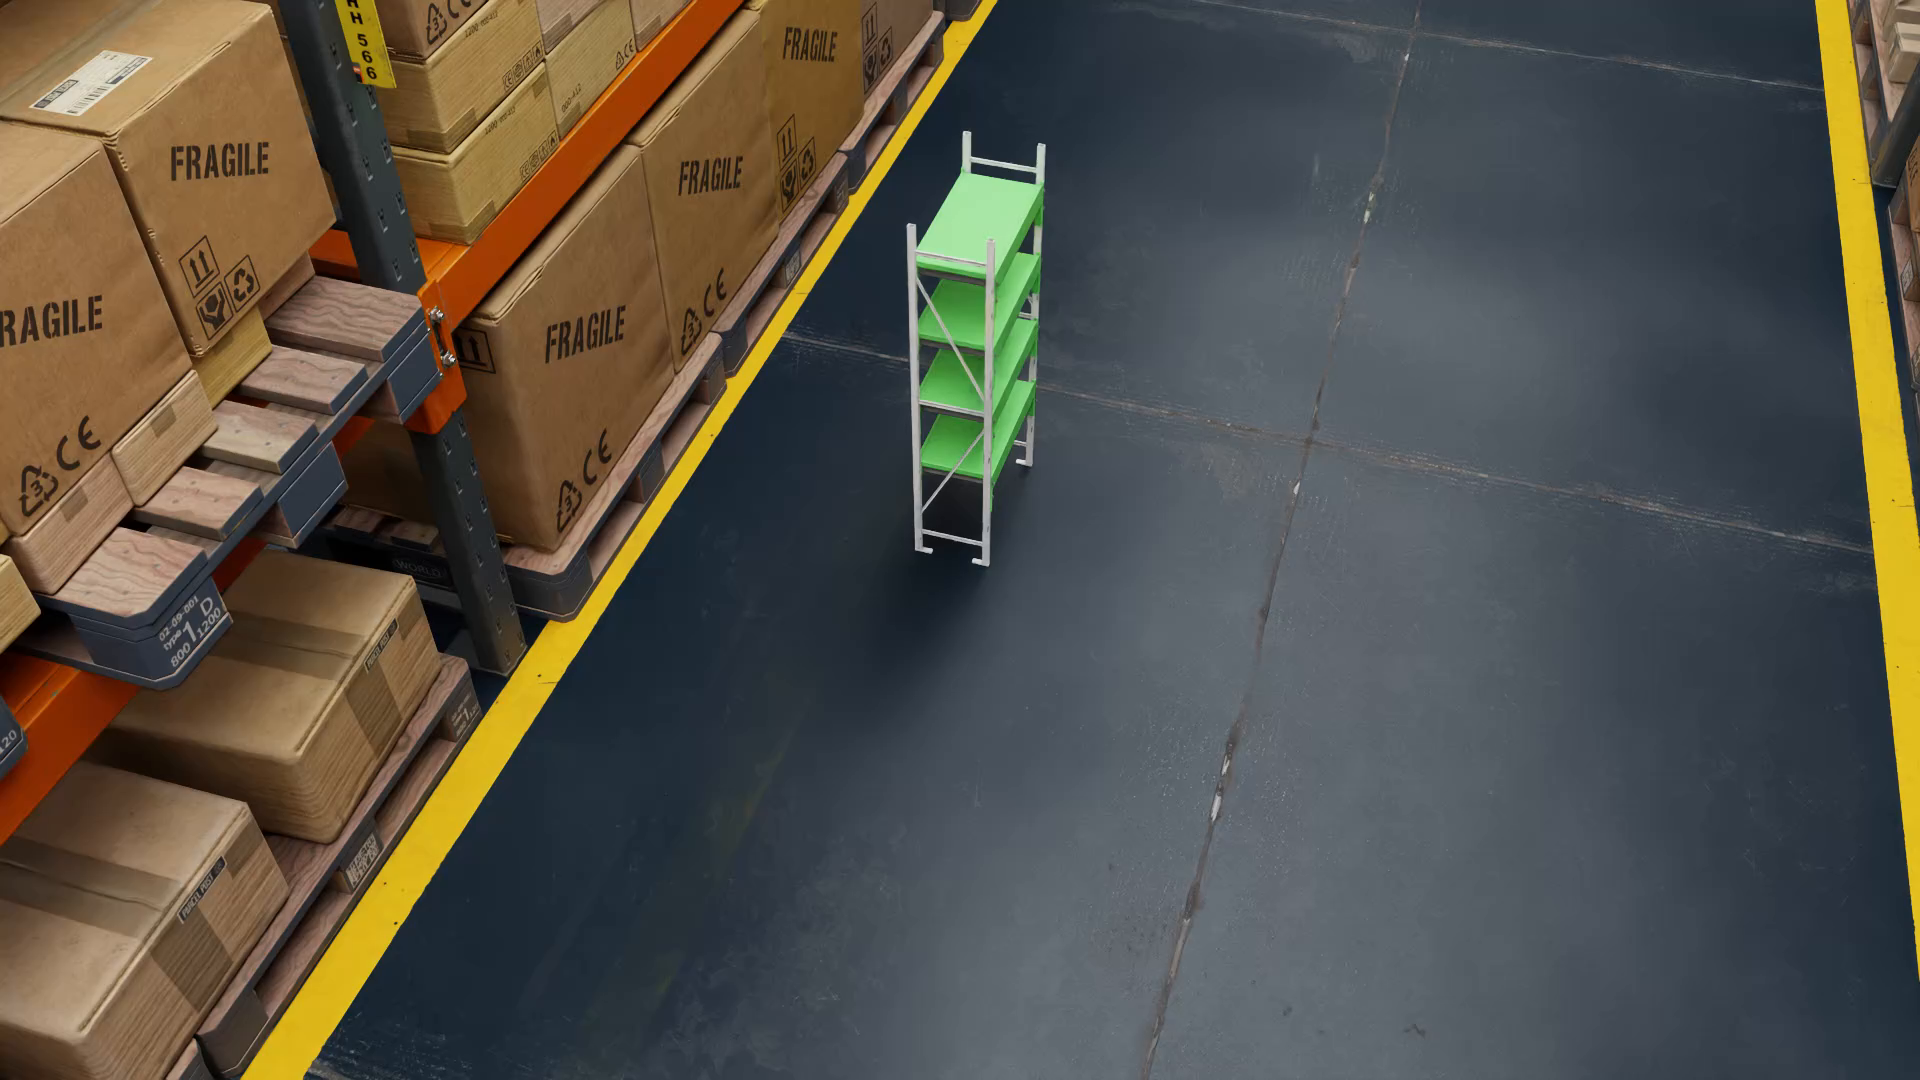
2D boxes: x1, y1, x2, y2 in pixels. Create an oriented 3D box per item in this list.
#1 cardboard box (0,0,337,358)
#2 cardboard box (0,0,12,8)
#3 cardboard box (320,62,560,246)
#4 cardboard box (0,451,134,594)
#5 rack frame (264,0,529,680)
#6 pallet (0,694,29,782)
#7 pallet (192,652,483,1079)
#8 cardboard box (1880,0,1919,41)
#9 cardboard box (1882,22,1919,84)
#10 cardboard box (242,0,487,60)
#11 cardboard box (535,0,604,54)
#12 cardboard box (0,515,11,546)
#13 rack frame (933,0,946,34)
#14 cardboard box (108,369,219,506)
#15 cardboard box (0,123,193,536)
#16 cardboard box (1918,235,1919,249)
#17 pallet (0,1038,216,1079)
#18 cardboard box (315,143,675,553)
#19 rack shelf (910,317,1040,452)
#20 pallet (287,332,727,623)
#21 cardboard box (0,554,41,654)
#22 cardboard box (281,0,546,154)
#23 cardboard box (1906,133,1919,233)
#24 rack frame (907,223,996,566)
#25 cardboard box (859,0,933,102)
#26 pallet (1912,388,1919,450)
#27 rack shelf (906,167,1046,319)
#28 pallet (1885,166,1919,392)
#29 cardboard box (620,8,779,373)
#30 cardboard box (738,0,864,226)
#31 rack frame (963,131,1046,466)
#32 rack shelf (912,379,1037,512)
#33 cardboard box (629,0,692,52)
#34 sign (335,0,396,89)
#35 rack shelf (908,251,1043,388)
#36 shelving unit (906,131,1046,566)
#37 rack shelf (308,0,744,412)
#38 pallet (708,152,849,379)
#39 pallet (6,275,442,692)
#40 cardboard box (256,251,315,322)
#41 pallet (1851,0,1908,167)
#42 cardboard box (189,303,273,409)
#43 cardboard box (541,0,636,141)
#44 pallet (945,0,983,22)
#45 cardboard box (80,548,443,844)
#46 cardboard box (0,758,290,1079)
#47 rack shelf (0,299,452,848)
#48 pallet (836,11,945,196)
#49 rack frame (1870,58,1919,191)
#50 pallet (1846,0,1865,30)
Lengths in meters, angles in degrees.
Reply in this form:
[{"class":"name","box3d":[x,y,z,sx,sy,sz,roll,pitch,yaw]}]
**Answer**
[{"class":"cardboard box","box3d":[-1.645,-0.744,3.281,0.500,0.500,0.500,11,46,11]},{"class":"cardboard box","box3d":[-2.129,-0.855,3.395,0.500,0.500,0.500,11,46,11]},{"class":"cardboard box","box3d":[-1.384,-1.033,4.268,0.500,0.250,0.500,12,46,12]},{"class":"cardboard box","box3d":[-1.777,-0.068,3.054,0.380,0.149,0.250,11,45,11]},{"class":"rack frame","box3d":[-1.772,-0.814,3.937,1.000,3.000,0.127,13,46,13]},{"class":"pallet","box3d":[-2.332,0.583,2.647,1.003,0.211,1.213,13,46,13]},{"class":"pallet","box3d":[-2.010,0.703,4.380,1.003,0.211,1.213,13,46,13]},{"class":"cardboard box","box3d":[4.168,-2.276,7.085,0.396,0.266,0.258,14,46,14]},{"class":"cardboard box","box3d":[4.060,-1.996,6.883,0.380,0.149,0.250,11,45,11]},{"class":"cardboard box","box3d":[-1.389,-1.484,3.835,0.500,0.500,0.500,11,45,11]},{"class":"cardboard box","box3d":[-1.226,-1.569,4.458,0.500,0.250,0.500,14,46,13]},{"class":"cardboard box","box3d":[-1.942,-0.060,2.583,0.500,0.500,0.500,10,45,10]},{"class":"rack frame","box3d":[-0.561,-3.480,6.662,1.000,3.000,0.127,13,46,13]},{"class":"cardboard box","box3d":[-1.693,-0.234,3.224,0.380,0.149,0.250,12,46,12]},{"class":"cardboard box","box3d":[-1.791,-0.397,2.927,0.500,0.500,0.500,12,46,12]},{"class":"cardboard box","box3d":[3.658,-1.056,5.671,0.500,0.500,0.500,12,46,12]},{"class":"pallet","box3d":[-2.381,1.514,3.552,1.003,0.211,1.213,13,46,13]},{"class":"cardboard box","box3d":[-1.484,-0.647,4.986,0.875,0.875,0.875,12,46,12]},{"class":"rack shelf","box3d":[0.050,-0.494,4.988,0.258,0.148,0.480,13,46,13]},{"class":"pallet","box3d":[-1.461,-0.327,5.433,1.003,0.211,1.213,13,46,13]},{"class":"cardboard box","box3d":[-1.847,0.118,2.864,0.380,0.149,0.250,13,46,13]},{"class":"cardboard box","box3d":[-1.383,-1.224,4.106,0.500,0.250,0.500,12,46,12]},{"class":"cardboard box","box3d":[3.810,-1.413,6.036,0.500,0.500,0.500,14,46,14]},{"class":"rack frame","box3d":[-0.024,-0.377,4.777,0.240,1.200,0.015,13,46,13]},{"class":"cardboard box","box3d":[-0.672,-2.440,6.818,0.875,0.875,0.875,14,46,14]},{"class":"pallet","box3d":[3.593,-0.068,5.169,1.003,0.211,1.213,13,46,13]},{"class":"rack shelf","box3d":[0.050,-0.837,4.652,0.258,0.148,0.480,13,46,13]},{"class":"pallet","box3d":[3.961,-0.884,6.003,1.003,0.211,1.213,13,46,13]},{"class":"cardboard box","box3d":[-1.209,-1.241,5.592,0.875,0.875,0.875,13,46,13]},{"class":"cardboard box","box3d":[-0.938,-1.837,6.201,0.875,0.875,0.875,14,46,14]},{"class":"rack frame","box3d":[0.124,-0.702,5.109,0.240,1.200,0.015,13,46,13]},{"class":"rack shelf","box3d":[0.050,-0.322,5.156,0.258,0.148,0.480,13,46,13]},{"class":"cardboard box","box3d":[-1.081,-1.728,4.978,0.500,0.250,0.500,14,46,14]},{"class":"sign","box3d":[-1.252,-1.091,3.449,0.100,0.325,0.005,13,46,13]},{"class":"rack shelf","box3d":[0.050,-0.665,4.820,0.258,0.148,0.480,13,46,13]},{"class":"shelving unit","box3d":[0.050,-0.539,4.943,0.258,1.200,0.503,13,46,13]},{"class":"rack shelf","box3d":[-1.166,-1.890,5.551,1.077,0.370,4.000,13,46,13]},{"class":"pallet","box3d":[-1.090,-1.137,6.261,1.003,0.211,1.213,13,46,13]},{"class":"pallet","box3d":[-1.886,-0.248,3.495,1.213,0.211,1.003,13,46,13]},{"class":"cardboard box","box3d":[-1.647,-0.606,3.604,0.380,0.149,0.250,14,46,14]},{"class":"pallet","box3d":[4.380,-1.892,7.033,1.003,0.211,1.213,13,46,13]},{"class":"cardboard box","box3d":[-1.659,-0.412,3.405,0.380,0.149,0.250,13,46,13]},{"class":"cardboard box","box3d":[-1.245,-1.379,4.622,0.500,0.250,0.500,11,46,11]},{"class":"pallet","box3d":[-0.256,-2.974,8.138,1.003,0.211,1.213,13,46,13]},{"class":"cardboard box","box3d":[-1.952,0.350,4.326,0.950,0.372,0.625,10,45,10]},{"class":"cardboard box","box3d":[-2.168,0.843,3.822,0.950,0.372,0.625,12,46,12]},{"class":"rack shelf","box3d":[-2.378,0.776,2.826,1.077,0.370,4.000,13,46,13]},{"class":"pallet","box3d":[-0.722,-1.953,7.095,1.003,0.211,1.213,13,46,13]},{"class":"rack frame","box3d":[4.171,-2.431,5.590,1.000,3.000,0.127,13,46,13]},{"class":"pallet","box3d":[4.748,-2.708,7.866,1.003,0.211,1.213,13,46,13]}]
